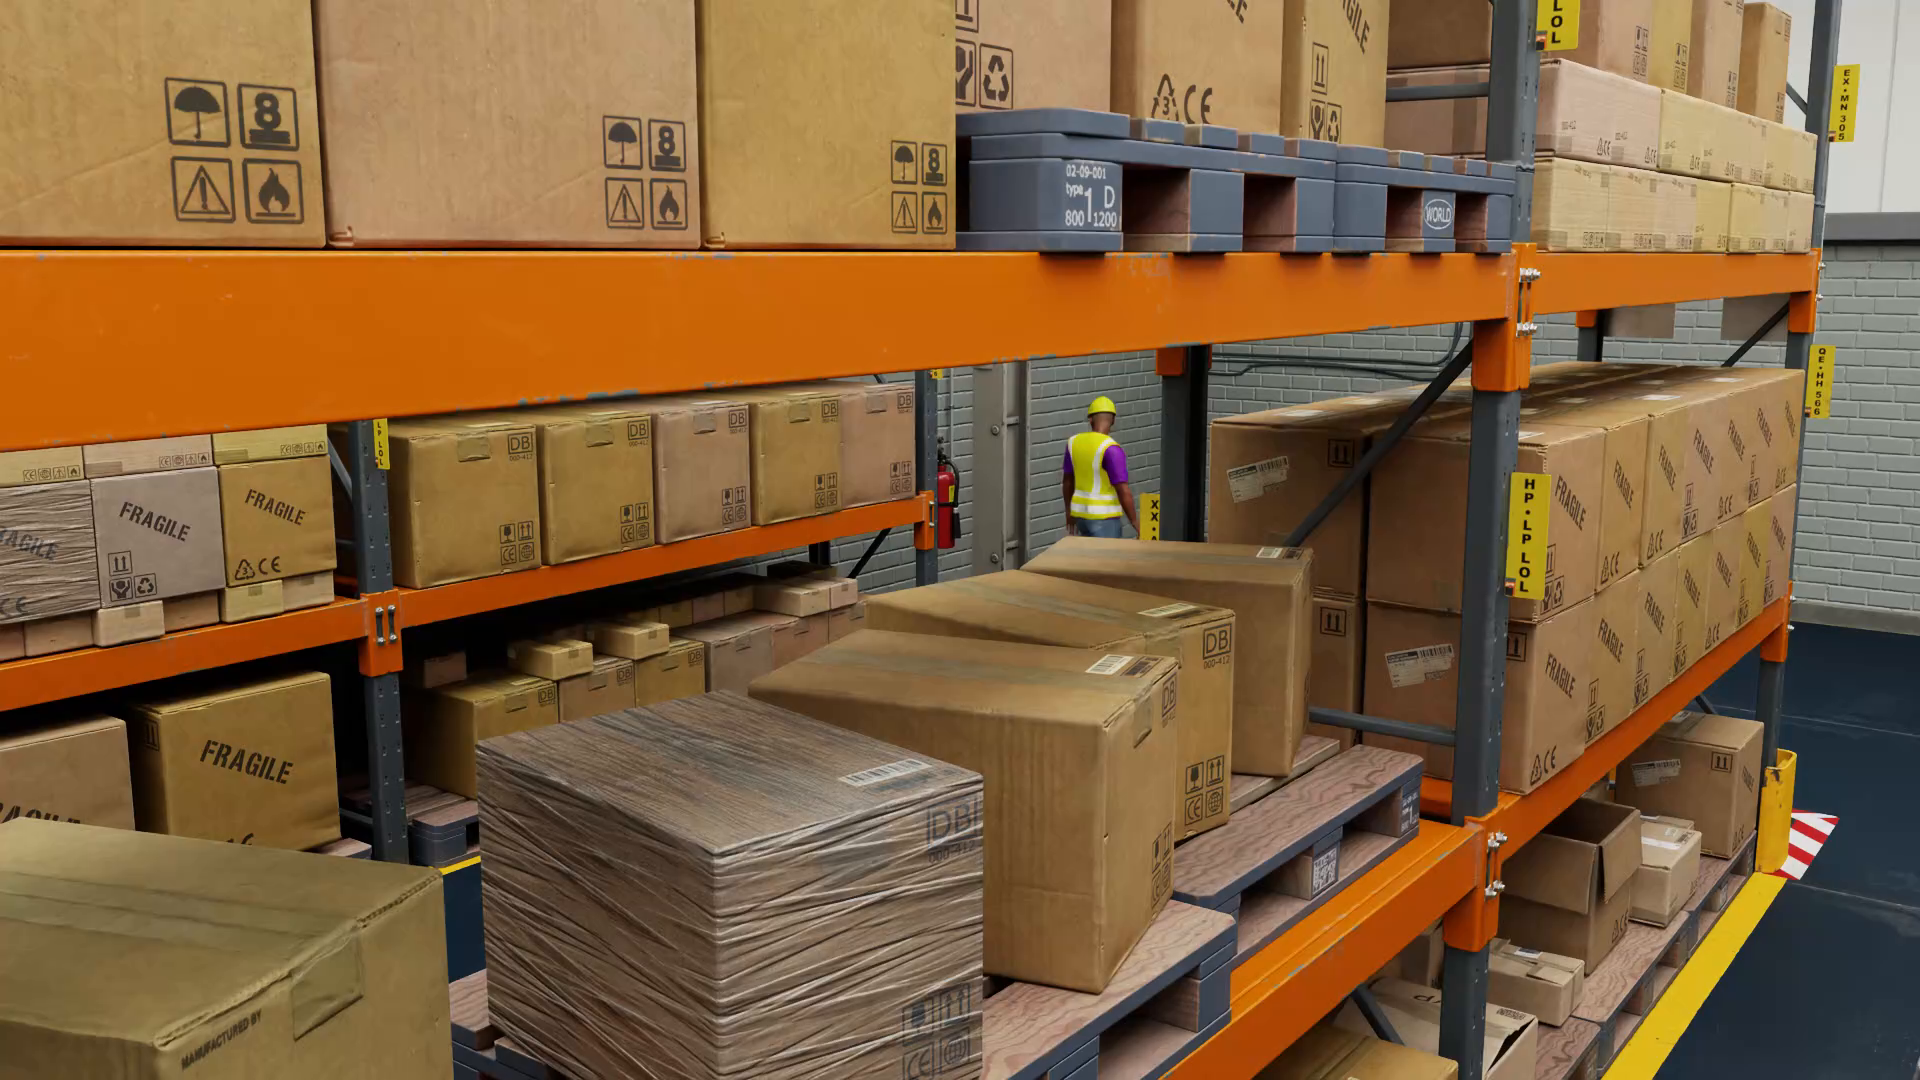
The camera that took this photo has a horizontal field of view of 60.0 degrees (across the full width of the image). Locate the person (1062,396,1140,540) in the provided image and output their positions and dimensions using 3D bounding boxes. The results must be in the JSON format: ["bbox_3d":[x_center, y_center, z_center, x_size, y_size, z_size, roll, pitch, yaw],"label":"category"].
[{"bbox_3d":[1.025,-0.158,12.126,0.463,1.771,0.633,-5,11,-29],"label":"person"}]
